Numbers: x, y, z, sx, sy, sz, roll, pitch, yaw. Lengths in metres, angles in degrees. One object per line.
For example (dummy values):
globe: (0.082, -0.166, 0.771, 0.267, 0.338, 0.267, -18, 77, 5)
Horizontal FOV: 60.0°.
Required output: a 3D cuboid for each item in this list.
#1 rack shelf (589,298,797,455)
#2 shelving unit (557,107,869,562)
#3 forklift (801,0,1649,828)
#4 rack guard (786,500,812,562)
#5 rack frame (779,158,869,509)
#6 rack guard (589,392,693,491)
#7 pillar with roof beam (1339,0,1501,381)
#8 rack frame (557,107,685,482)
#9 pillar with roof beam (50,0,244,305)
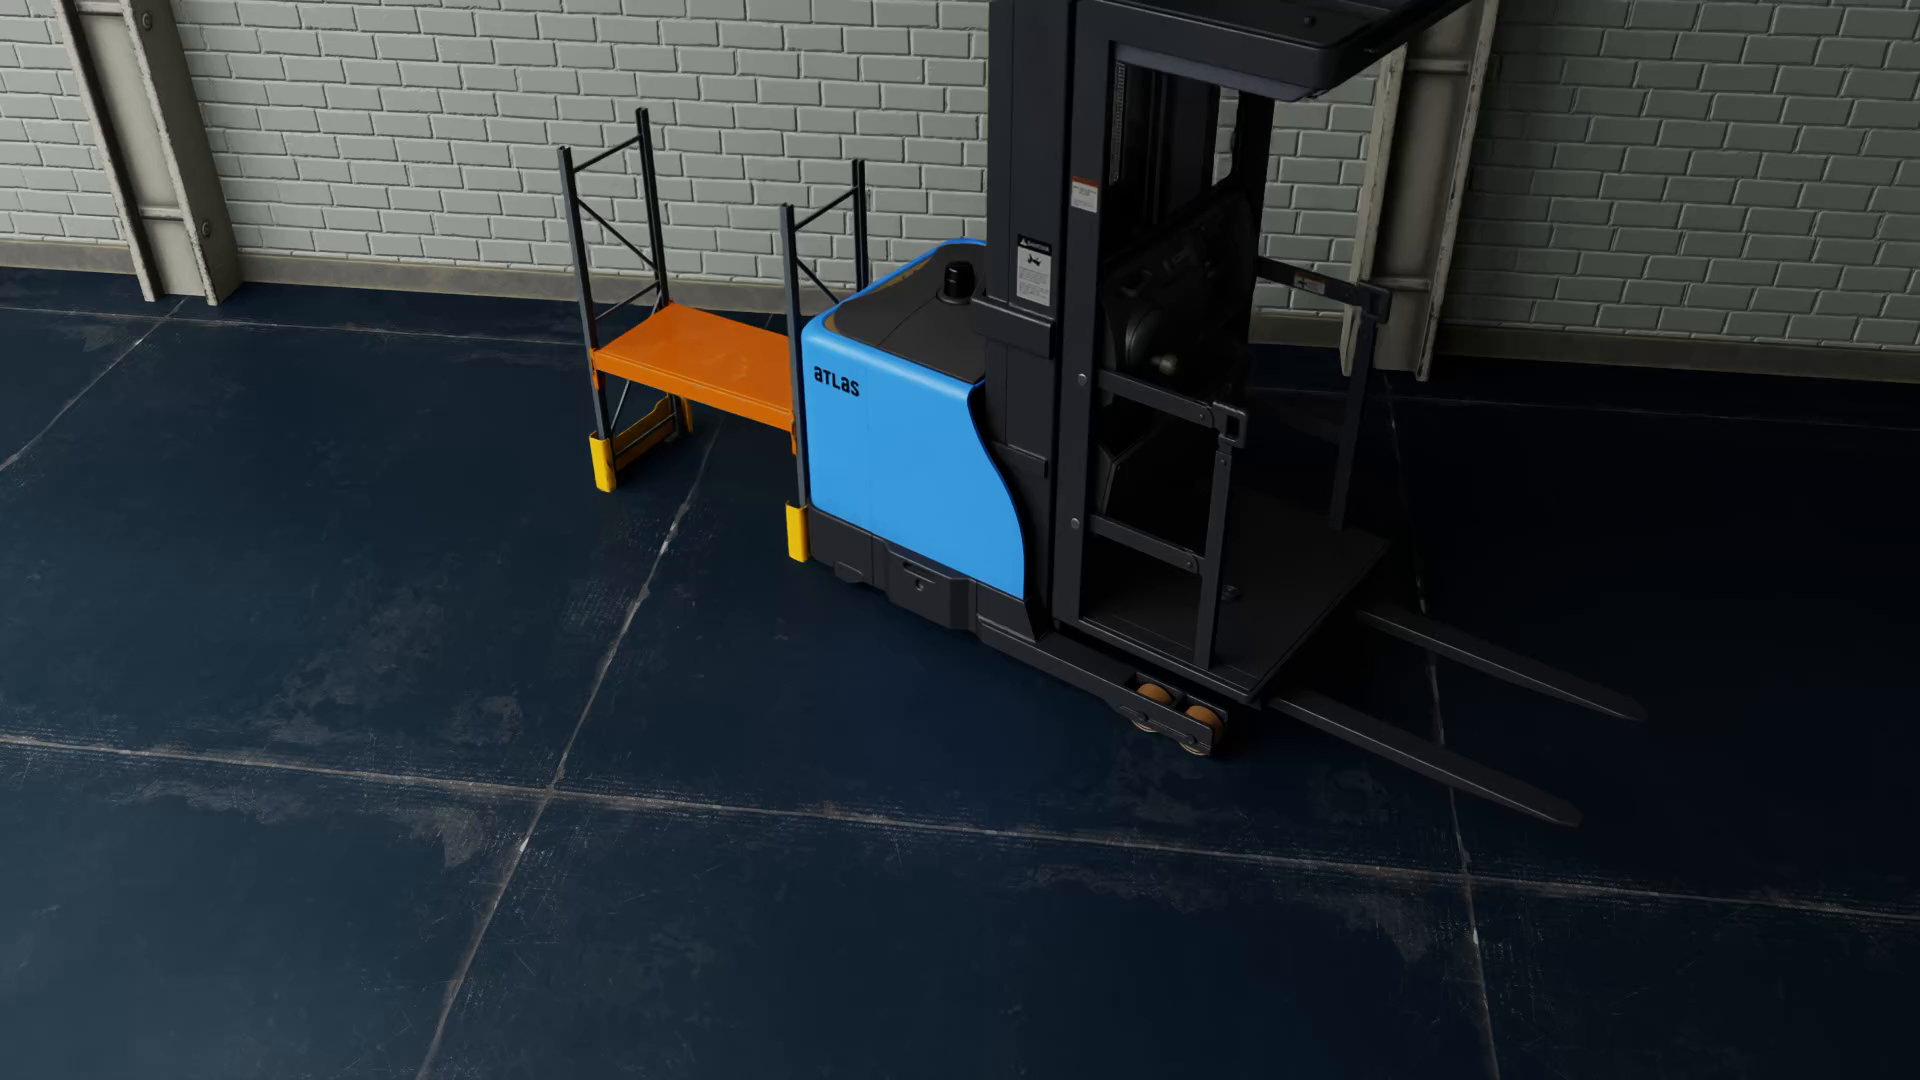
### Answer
rack shelf: (-0.930, -0.676, 6.716, 1.000, 0.185, 0.538, 19, 40, 24)
shelving unit: (-0.938, -0.825, 6.615, 1.083, 1.500, 0.587, 19, 40, 24)
forklift: (0.893, -0.807, 5.357, 3.031, 2.935, 1.130, 23, 42, 29)
rack guard: (-0.508, -0.171, 6.774, 0.087, 0.250, 0.587, 19, 40, 24)
rack frame: (-0.491, -0.674, 6.403, 0.032, 1.500, 0.500, 19, 40, 24)
rack guard: (-1.368, -0.462, 7.182, 0.087, 0.250, 0.587, 19, 40, 24)
pillar with roof beam: (1.472, -2.029, 1.846, 0.400, 9.000, 9.100, 4, 36, 6)
rack frame: (-1.370, -0.971, 6.820, 0.032, 1.500, 0.500, 19, 40, 24)
pillar with roof beam: (-4.479, -2.473, 2.468, 0.400, 9.000, 9.100, 4, 36, 6)
